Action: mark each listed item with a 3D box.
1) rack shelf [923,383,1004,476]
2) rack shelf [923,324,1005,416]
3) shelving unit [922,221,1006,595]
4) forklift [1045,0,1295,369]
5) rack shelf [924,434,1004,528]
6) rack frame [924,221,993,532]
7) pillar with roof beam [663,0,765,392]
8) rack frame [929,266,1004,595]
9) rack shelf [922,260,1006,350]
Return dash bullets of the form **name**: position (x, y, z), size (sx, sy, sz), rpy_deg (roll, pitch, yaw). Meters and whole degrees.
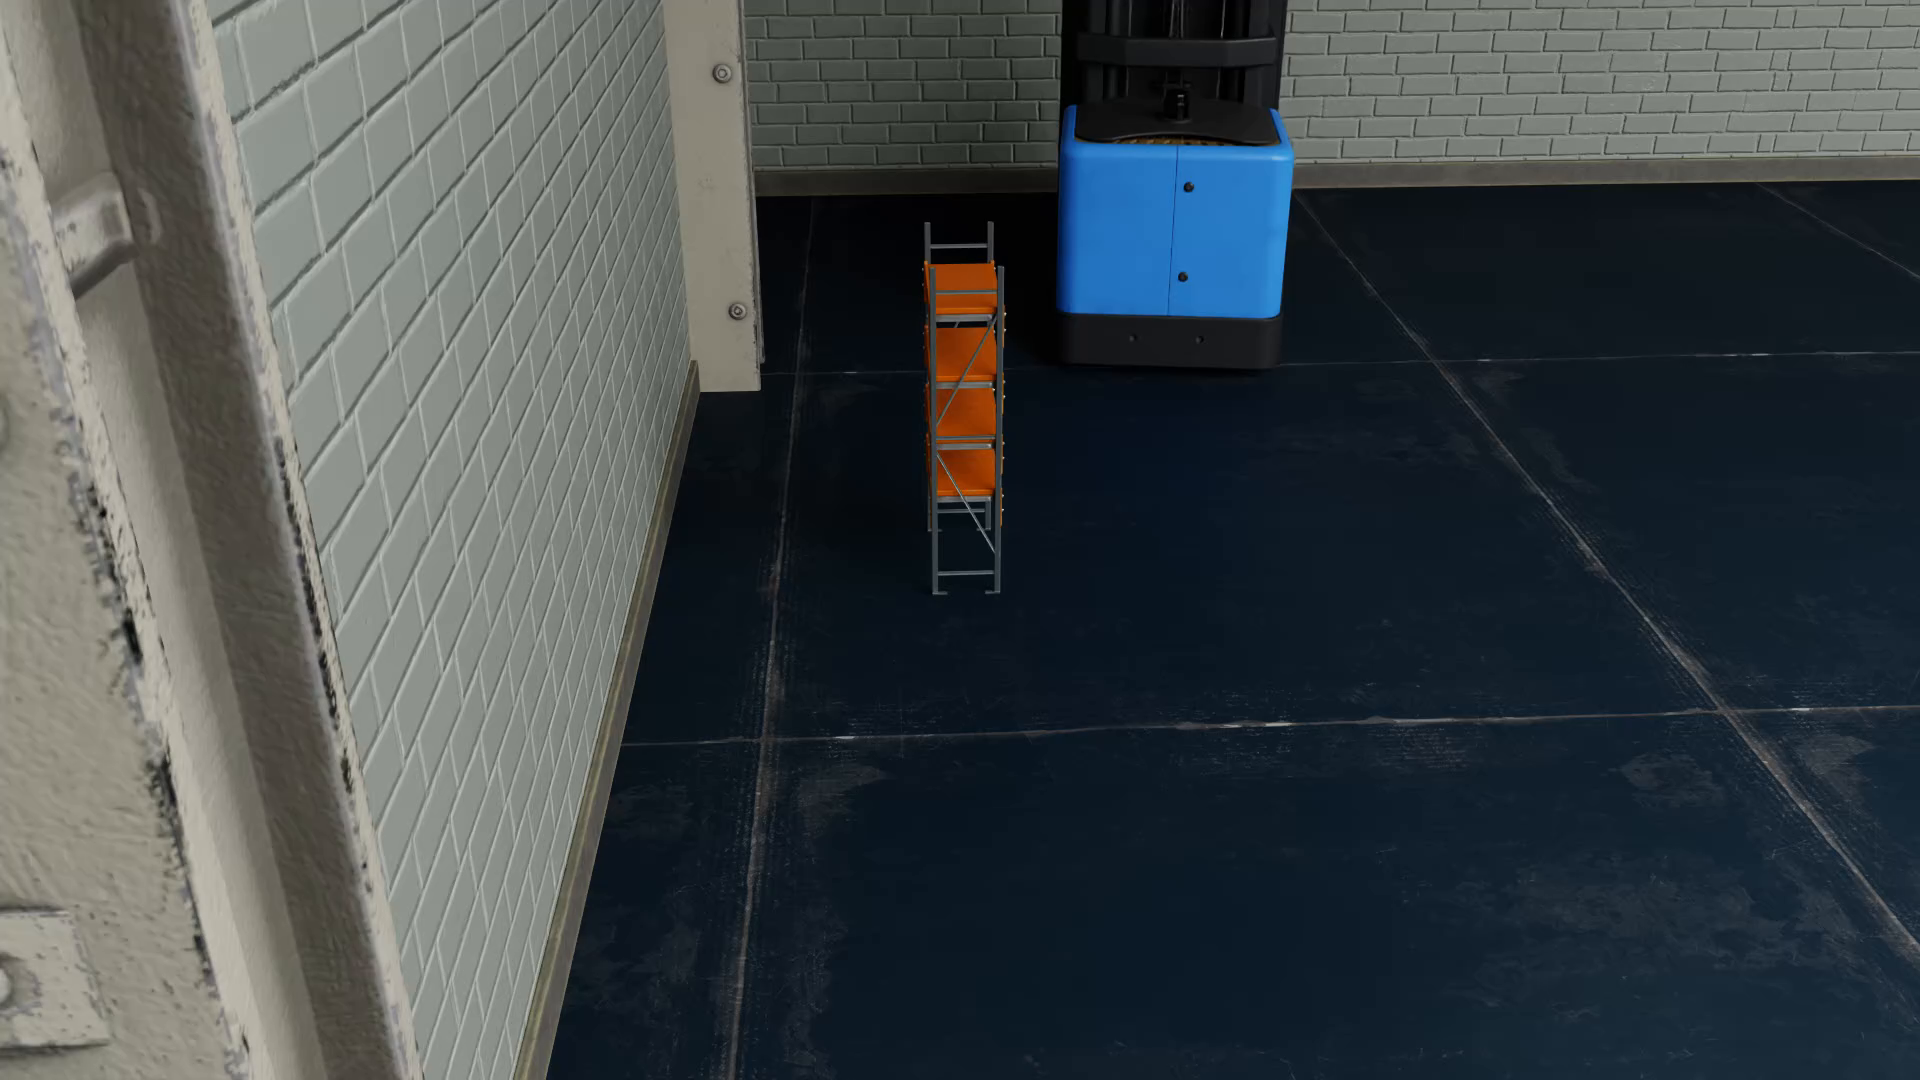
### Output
- **rack shelf**: position (0.009, -0.396, 5.857), size (0.258, 0.148, 0.480), rpy_deg (-1, 28, -3)
- **rack shelf**: position (0.009, -0.594, 5.754), size (0.258, 0.148, 0.480), rpy_deg (-1, 28, -3)
- **shelving unit**: position (0.009, -0.456, 5.826), size (0.258, 1.200, 0.503), rpy_deg (-1, 28, -3)
- **forklift**: position (1.061, -2.728, 8.311), size (1.130, 2.935, 3.031), rpy_deg (2, 28, 4)
- **rack shelf**: position (0.009, -0.220, 5.949), size (0.258, 0.148, 0.480), rpy_deg (-1, 28, -3)
- **rack frame**: position (-0.004, -0.568, 6.042), size (0.240, 1.200, 0.015), rpy_deg (-1, 28, -3)
- **pillar with roof beam**: position (3.227, -4.860, 5.838), size (9.100, 9.000, 0.400), rpy_deg (-1, 28, -3)
- **rack frame**: position (0.021, -0.343, 5.610), size (0.240, 1.200, 0.015), rpy_deg (-1, 28, -3)
- **rack shelf**: position (0.009, -0.804, 5.644), size (0.258, 0.148, 0.480), rpy_deg (-1, 28, -3)
